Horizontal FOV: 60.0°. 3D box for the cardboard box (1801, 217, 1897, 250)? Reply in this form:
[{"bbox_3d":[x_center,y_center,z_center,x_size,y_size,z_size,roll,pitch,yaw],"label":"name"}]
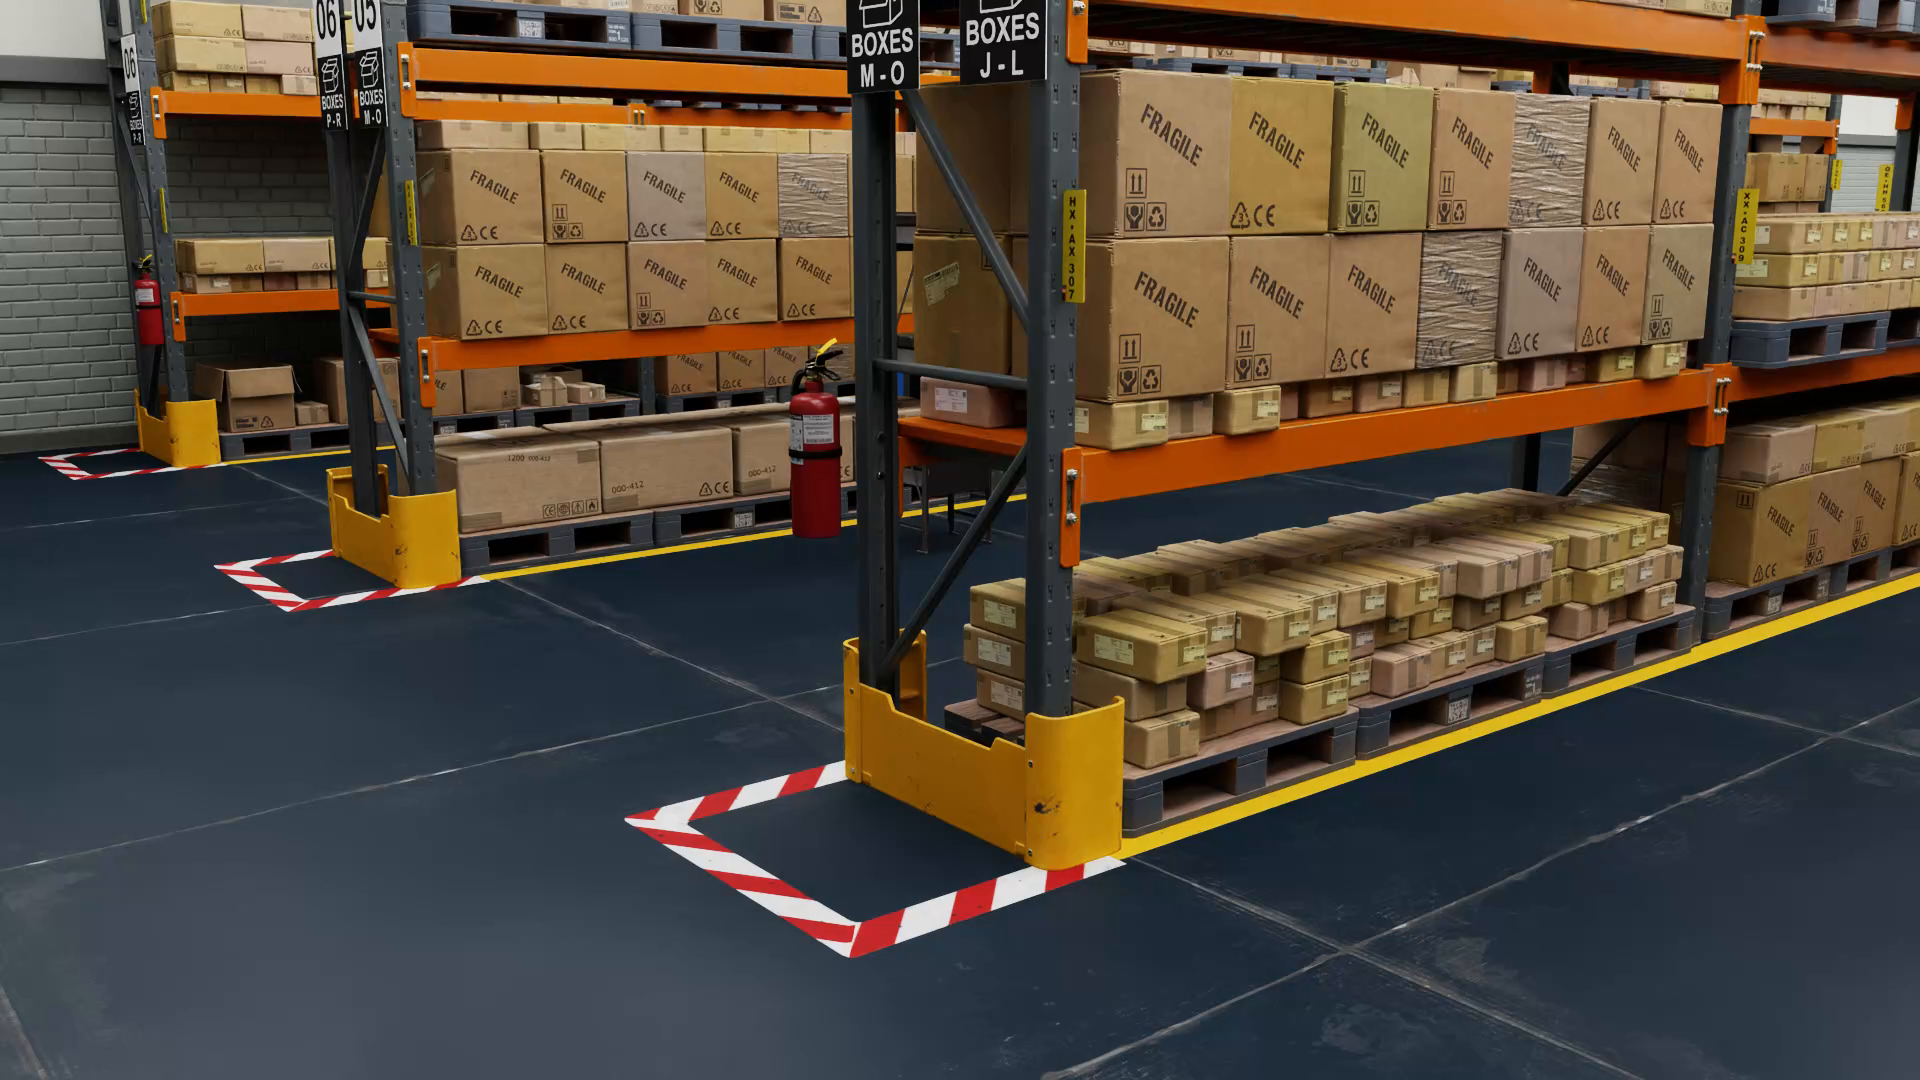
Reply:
[{"bbox_3d":[4.324,-1.499,8.129,0.250,0.149,0.380,-10,15,-38],"label":"cardboard box"}]

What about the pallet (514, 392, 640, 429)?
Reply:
[{"bbox_3d":[-3.695,-1.188,15.217,1.213,0.211,1.003,-9,15,-38],"label":"pallet"}]

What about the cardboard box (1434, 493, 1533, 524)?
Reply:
[{"bbox_3d":[2.466,-0.112,7.854,0.250,0.149,0.380,-9,15,-35],"label":"cardboard box"}]

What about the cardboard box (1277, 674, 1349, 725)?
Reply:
[{"bbox_3d":[1.214,0.549,6.174,0.250,0.149,0.380,-9,15,-37],"label":"cardboard box"}]

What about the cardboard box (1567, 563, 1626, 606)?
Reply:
[{"bbox_3d":[2.668,0.164,7.273,0.250,0.149,0.380,-10,16,-40],"label":"cardboard box"}]

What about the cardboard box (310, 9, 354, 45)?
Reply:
[{"bbox_3d":[-4.985,-4.054,13.217,0.500,0.250,0.500,-10,15,-39],"label":"cardboard box"}]

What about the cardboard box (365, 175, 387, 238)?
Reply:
[{"bbox_3d":[-4.588,-2.771,13.798,0.500,0.500,0.500,-9,15,-36],"label":"cardboard box"}]

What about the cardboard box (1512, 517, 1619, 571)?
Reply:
[{"bbox_3d":[2.637,0.012,7.269,0.250,0.149,0.380,-10,15,-38],"label":"cardboard box"}]

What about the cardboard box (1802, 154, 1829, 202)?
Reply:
[{"bbox_3d":[9.054,-3.976,18.267,0.500,0.500,0.700,-10,16,-39],"label":"cardboard box"}]

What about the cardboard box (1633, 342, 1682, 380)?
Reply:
[{"bbox_3d":[2.907,-0.798,7.270,0.250,0.149,0.380,-10,16,-39],"label":"cardboard box"}]

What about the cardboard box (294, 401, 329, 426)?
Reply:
[{"bbox_3d":[-5.389,-1.046,13.686,0.250,0.149,0.380,-10,16,-40],"label":"cardboard box"}]

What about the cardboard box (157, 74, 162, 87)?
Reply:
[{"bbox_3d":[-6.176,-3.546,12.989,0.250,0.149,0.380,-9,15,-36],"label":"cardboard box"}]

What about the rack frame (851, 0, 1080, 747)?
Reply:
[{"bbox_3d":[-0.006,-0.528,5.394,0.127,3.000,1.000,-9,15,-38],"label":"rack frame"}]

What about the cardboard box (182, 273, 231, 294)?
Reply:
[{"bbox_3d":[-5.853,-1.998,12.920,0.250,0.149,0.380,-10,15,-38],"label":"cardboard box"}]

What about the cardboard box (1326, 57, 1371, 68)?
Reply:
[{"bbox_3d":[2.869,-4.006,13.290,0.637,0.503,0.797,-11,16,-41],"label":"cardboard box"}]

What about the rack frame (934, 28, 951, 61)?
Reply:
[{"bbox_3d":[-0.035,-6.095,17.168,0.127,3.000,1.000,-9,15,-38],"label":"rack frame"}]

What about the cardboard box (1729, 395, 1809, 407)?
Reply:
[{"bbox_3d":[4.354,-0.670,9.263,0.500,0.250,0.500,-10,16,-40],"label":"cardboard box"}]

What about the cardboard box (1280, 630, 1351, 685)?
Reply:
[{"bbox_3d":[1.216,0.401,6.155,0.250,0.149,0.380,-9,15,-36],"label":"cardboard box"}]

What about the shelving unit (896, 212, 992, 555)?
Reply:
[{"bbox_3d":[-0.129,-1.006,9.810,0.503,2.100,0.431,-9,15,-38],"label":"shelving unit"}]

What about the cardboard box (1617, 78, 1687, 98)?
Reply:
[{"bbox_3d":[6.707,-4.427,16.179,0.500,0.250,0.500,-10,15,-39],"label":"cardboard box"}]

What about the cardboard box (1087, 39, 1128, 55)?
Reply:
[{"bbox_3d":[0.815,-3.626,11.509,0.500,0.500,0.500,-10,15,-39],"label":"cardboard box"}]

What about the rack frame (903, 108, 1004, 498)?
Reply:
[{"bbox_3d":[-0.054,-1.837,11.558,0.127,3.000,1.000,-9,15,-38],"label":"rack frame"}]

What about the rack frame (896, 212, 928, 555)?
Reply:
[{"bbox_3d":[-0.320,-0.974,9.660,0.015,2.100,0.400,-9,15,-38],"label":"rack frame"}]

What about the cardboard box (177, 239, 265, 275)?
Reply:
[{"bbox_3d":[-5.759,-2.210,12.959,0.500,0.250,0.500,-9,15,-37],"label":"cardboard box"}]

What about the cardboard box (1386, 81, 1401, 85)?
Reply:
[{"bbox_3d":[3.421,-3.714,13.779,0.250,0.149,0.380,-9,15,-38],"label":"cardboard box"}]

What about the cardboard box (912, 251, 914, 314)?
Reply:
[{"bbox_3d":[-0.257,-1.784,11.069,0.500,0.500,0.500,-9,15,-37],"label":"cardboard box"}]

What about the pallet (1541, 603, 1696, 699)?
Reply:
[{"bbox_3d":[2.615,0.410,7.691,1.213,0.211,1.003,-9,15,-38],"label":"pallet"}]

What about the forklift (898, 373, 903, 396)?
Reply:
[{"bbox_3d":[0.428,-2.361,14.192,1.130,2.935,3.031,7,14,30],"label":"forklift"}]

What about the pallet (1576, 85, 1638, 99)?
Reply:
[{"bbox_3d":[5.644,-4.188,15.858,1.003,0.211,1.213,-9,15,-38],"label":"pallet"}]

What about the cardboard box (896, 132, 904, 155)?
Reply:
[{"bbox_3d":[-0.570,-2.553,10.722,0.250,0.149,0.380,-9,15,-38],"label":"cardboard box"}]

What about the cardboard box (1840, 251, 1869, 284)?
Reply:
[{"bbox_3d":[4.114,-1.319,7.997,0.250,0.149,0.380,-9,15,-36],"label":"cardboard box"}]

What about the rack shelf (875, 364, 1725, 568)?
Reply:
[{"bbox_3d":[1.555,-0.436,6.691,4.000,0.370,1.077,-9,15,-38],"label":"rack shelf"}]

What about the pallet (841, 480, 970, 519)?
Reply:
[{"bbox_3d":[-0.697,-0.387,11.442,1.213,0.211,1.003,-9,15,-38],"label":"pallet"}]

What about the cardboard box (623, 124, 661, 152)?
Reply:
[{"bbox_3d":[-1.926,-2.315,9.598,0.250,0.149,0.380,-9,15,-37],"label":"cardboard box"}]

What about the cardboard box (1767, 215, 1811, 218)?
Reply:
[{"bbox_3d":[4.327,-1.673,8.949,0.250,0.149,0.380,-10,16,-40],"label":"cardboard box"}]

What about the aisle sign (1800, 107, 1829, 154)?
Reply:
[{"bbox_3d":[9.546,-4.627,18.437,0.004,0.787,0.394,-9,15,-38],"label":"aisle sign"}]

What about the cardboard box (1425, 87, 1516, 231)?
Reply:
[{"bbox_3d":[1.716,-1.424,6.249,0.500,0.500,0.500,-10,16,-39],"label":"cardboard box"}]

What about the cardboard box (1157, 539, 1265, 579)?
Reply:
[{"bbox_3d":[1.020,0.116,6.783,0.250,0.149,0.380,-9,15,-36],"label":"cardboard box"}]

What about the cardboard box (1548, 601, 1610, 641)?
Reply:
[{"bbox_3d":[2.602,0.313,7.285,0.250,0.149,0.380,-10,16,-40],"label":"cardboard box"}]

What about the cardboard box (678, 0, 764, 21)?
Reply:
[{"bbox_3d":[-1.510,-3.326,9.855,0.500,0.500,0.500,-9,15,-37],"label":"cardboard box"}]

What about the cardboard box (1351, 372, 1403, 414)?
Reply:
[{"bbox_3d":[1.422,-0.575,6.218,0.250,0.149,0.380,-10,15,-39],"label":"cardboard box"}]

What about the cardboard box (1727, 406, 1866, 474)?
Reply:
[{"bbox_3d":[4.273,-0.519,8.554,0.500,0.250,0.500,-9,15,-36],"label":"cardboard box"}]

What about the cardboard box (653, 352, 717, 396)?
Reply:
[{"bbox_3d":[-2.640,-1.650,15.686,0.500,0.500,0.500,-9,15,-35],"label":"cardboard box"}]

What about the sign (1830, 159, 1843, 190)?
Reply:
[{"bbox_3d":[9.647,-4.022,18.301,0.005,0.325,0.100,-9,15,-38],"label":"sign"}]

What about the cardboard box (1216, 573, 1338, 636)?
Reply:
[{"bbox_3d":[1.174,0.244,6.177,0.250,0.149,0.380,-10,16,-40],"label":"cardboard box"}]

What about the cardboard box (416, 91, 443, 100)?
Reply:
[{"bbox_3d":[-4.438,-3.687,13.653,0.250,0.149,0.380,-9,15,-37],"label":"cardboard box"}]

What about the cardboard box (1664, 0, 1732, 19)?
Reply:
[{"bbox_3d":[2.902,-2.334,7.036,0.500,0.250,0.500,-9,15,-36],"label":"cardboard box"}]

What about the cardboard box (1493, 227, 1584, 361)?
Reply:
[{"bbox_3d":[2.120,-1.001,6.666,0.500,0.500,0.500,-10,15,-38],"label":"cardboard box"}]

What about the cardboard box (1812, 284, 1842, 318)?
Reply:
[{"bbox_3d":[3.925,-1.143,7.884,0.250,0.149,0.380,-9,15,-37],"label":"cardboard box"}]

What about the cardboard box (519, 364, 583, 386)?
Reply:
[{"bbox_3d":[-3.822,-1.484,15.359,0.500,0.311,0.500,-9,15,-36],"label":"cardboard box"}]

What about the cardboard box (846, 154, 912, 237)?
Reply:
[{"bbox_3d":[-0.651,-2.204,10.640,0.500,0.500,0.500,-10,15,-38],"label":"cardboard box"}]

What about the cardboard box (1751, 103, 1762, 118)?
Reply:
[{"bbox_3d":[8.041,-4.440,17.201,0.250,0.149,0.380,-10,15,-38],"label":"cardboard box"}]
